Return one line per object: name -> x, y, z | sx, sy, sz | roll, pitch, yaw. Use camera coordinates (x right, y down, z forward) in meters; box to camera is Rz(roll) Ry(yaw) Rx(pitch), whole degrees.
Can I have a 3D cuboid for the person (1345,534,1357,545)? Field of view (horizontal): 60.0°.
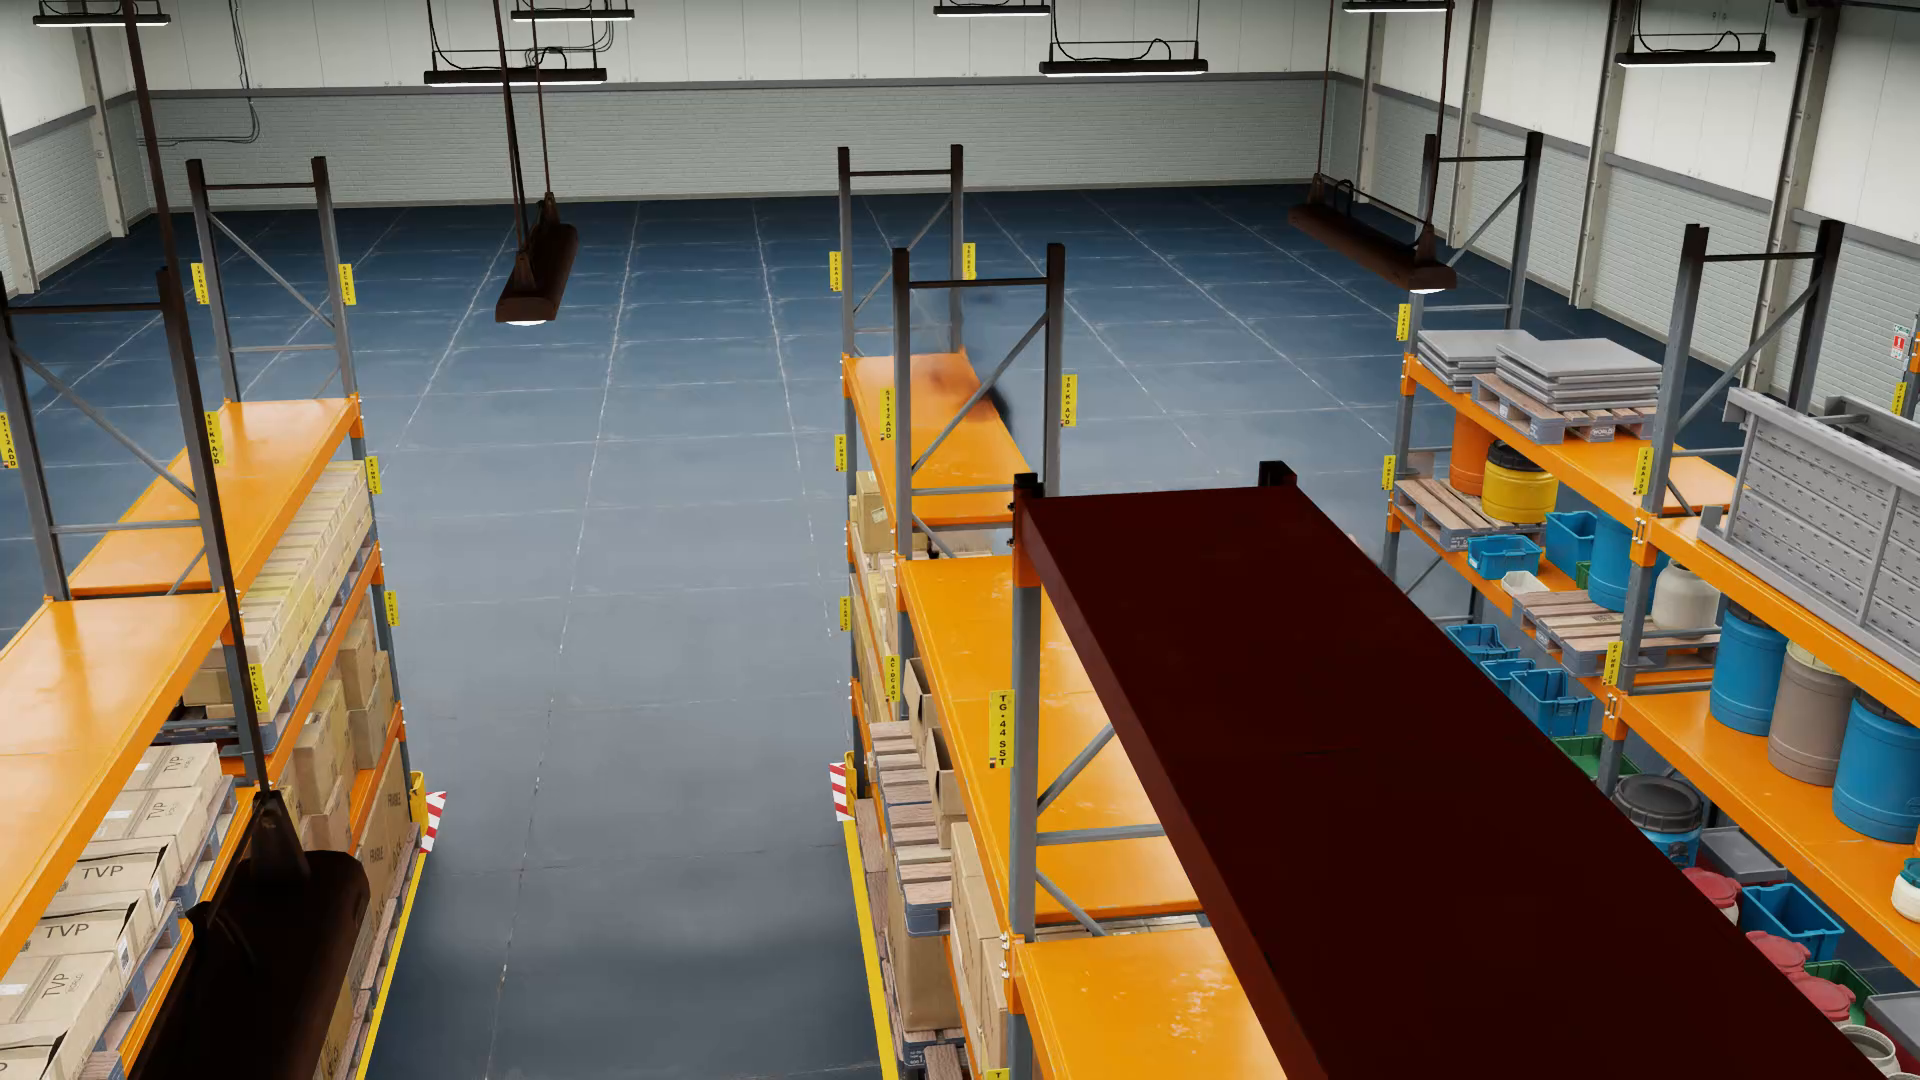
person -> 3.964, 0.727, 17.522 | 0.581, 1.685, 0.693 | 12, 25, 28
